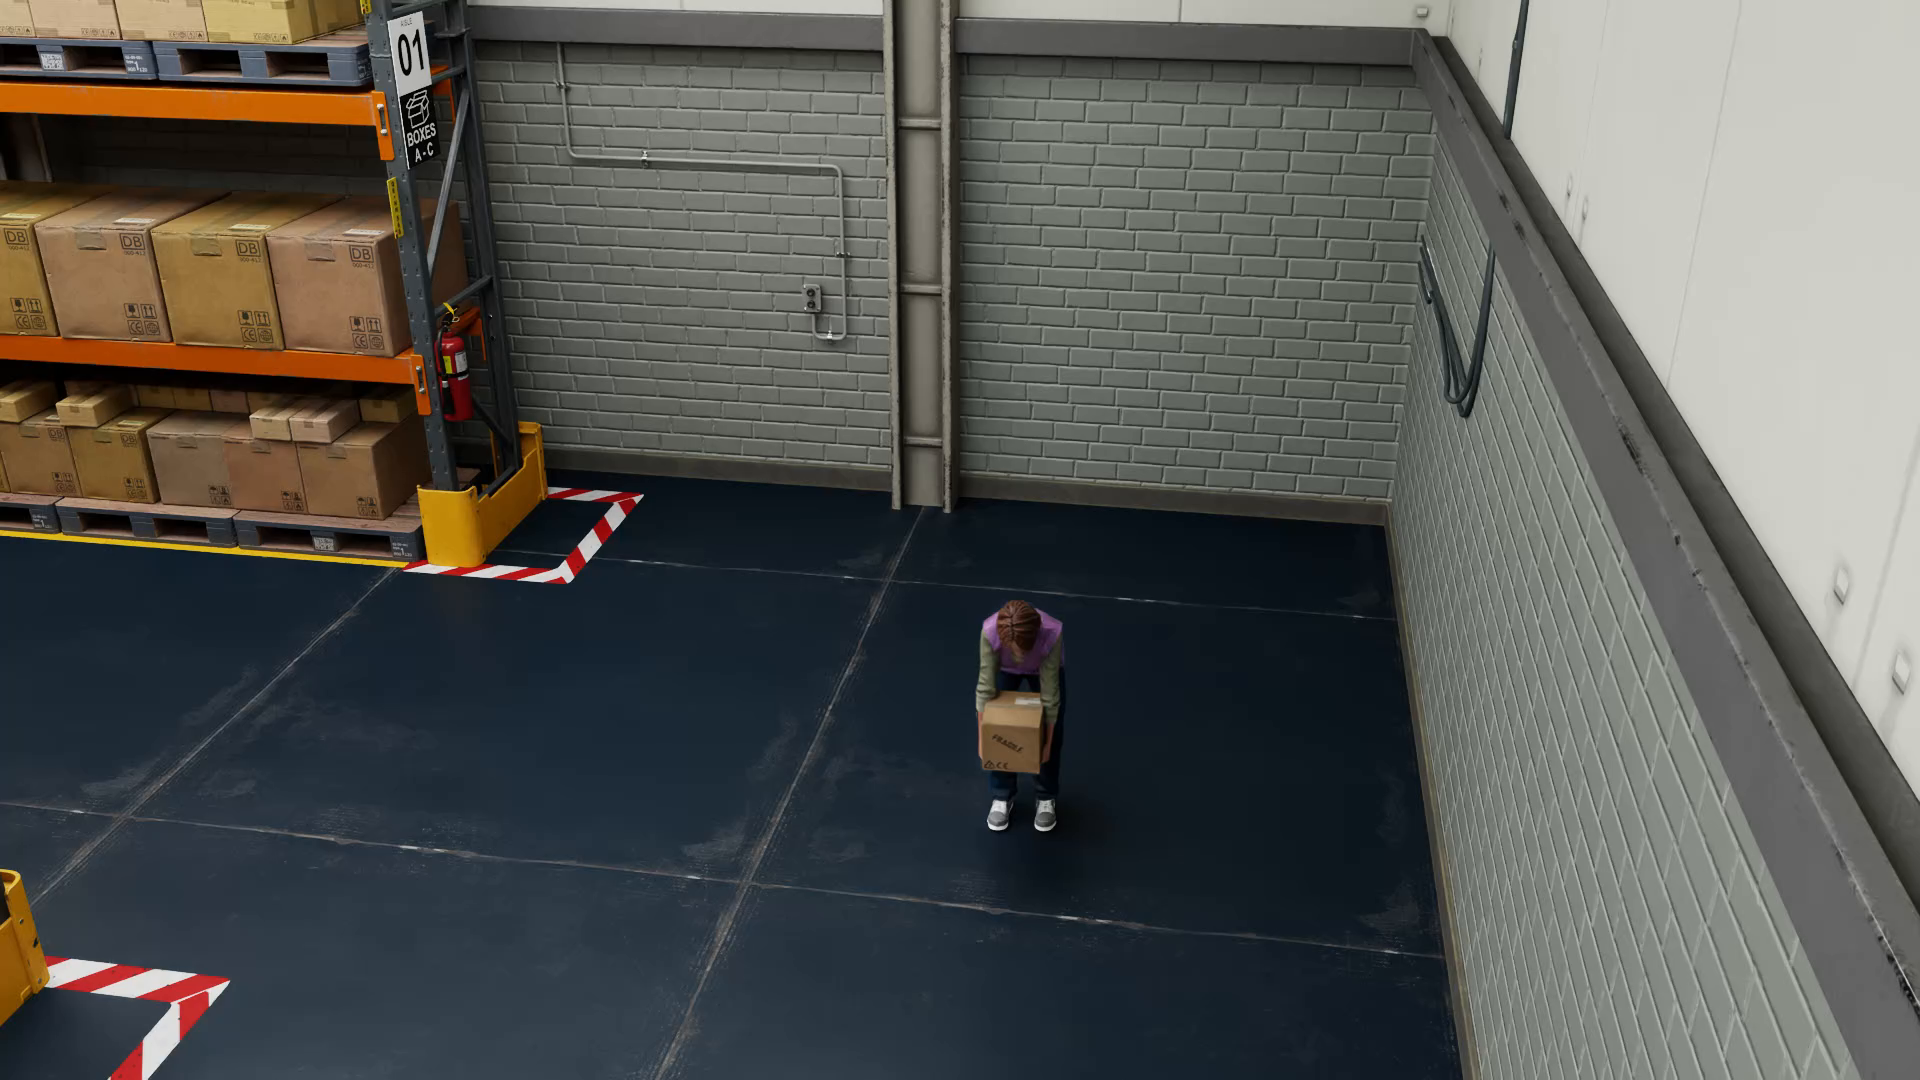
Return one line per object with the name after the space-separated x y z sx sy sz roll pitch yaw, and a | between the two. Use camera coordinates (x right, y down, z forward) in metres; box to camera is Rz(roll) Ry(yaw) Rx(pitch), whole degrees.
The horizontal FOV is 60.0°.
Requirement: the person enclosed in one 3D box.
0.267 0.758 7.348 0.380 1.316 0.757 3 25 7 | person
